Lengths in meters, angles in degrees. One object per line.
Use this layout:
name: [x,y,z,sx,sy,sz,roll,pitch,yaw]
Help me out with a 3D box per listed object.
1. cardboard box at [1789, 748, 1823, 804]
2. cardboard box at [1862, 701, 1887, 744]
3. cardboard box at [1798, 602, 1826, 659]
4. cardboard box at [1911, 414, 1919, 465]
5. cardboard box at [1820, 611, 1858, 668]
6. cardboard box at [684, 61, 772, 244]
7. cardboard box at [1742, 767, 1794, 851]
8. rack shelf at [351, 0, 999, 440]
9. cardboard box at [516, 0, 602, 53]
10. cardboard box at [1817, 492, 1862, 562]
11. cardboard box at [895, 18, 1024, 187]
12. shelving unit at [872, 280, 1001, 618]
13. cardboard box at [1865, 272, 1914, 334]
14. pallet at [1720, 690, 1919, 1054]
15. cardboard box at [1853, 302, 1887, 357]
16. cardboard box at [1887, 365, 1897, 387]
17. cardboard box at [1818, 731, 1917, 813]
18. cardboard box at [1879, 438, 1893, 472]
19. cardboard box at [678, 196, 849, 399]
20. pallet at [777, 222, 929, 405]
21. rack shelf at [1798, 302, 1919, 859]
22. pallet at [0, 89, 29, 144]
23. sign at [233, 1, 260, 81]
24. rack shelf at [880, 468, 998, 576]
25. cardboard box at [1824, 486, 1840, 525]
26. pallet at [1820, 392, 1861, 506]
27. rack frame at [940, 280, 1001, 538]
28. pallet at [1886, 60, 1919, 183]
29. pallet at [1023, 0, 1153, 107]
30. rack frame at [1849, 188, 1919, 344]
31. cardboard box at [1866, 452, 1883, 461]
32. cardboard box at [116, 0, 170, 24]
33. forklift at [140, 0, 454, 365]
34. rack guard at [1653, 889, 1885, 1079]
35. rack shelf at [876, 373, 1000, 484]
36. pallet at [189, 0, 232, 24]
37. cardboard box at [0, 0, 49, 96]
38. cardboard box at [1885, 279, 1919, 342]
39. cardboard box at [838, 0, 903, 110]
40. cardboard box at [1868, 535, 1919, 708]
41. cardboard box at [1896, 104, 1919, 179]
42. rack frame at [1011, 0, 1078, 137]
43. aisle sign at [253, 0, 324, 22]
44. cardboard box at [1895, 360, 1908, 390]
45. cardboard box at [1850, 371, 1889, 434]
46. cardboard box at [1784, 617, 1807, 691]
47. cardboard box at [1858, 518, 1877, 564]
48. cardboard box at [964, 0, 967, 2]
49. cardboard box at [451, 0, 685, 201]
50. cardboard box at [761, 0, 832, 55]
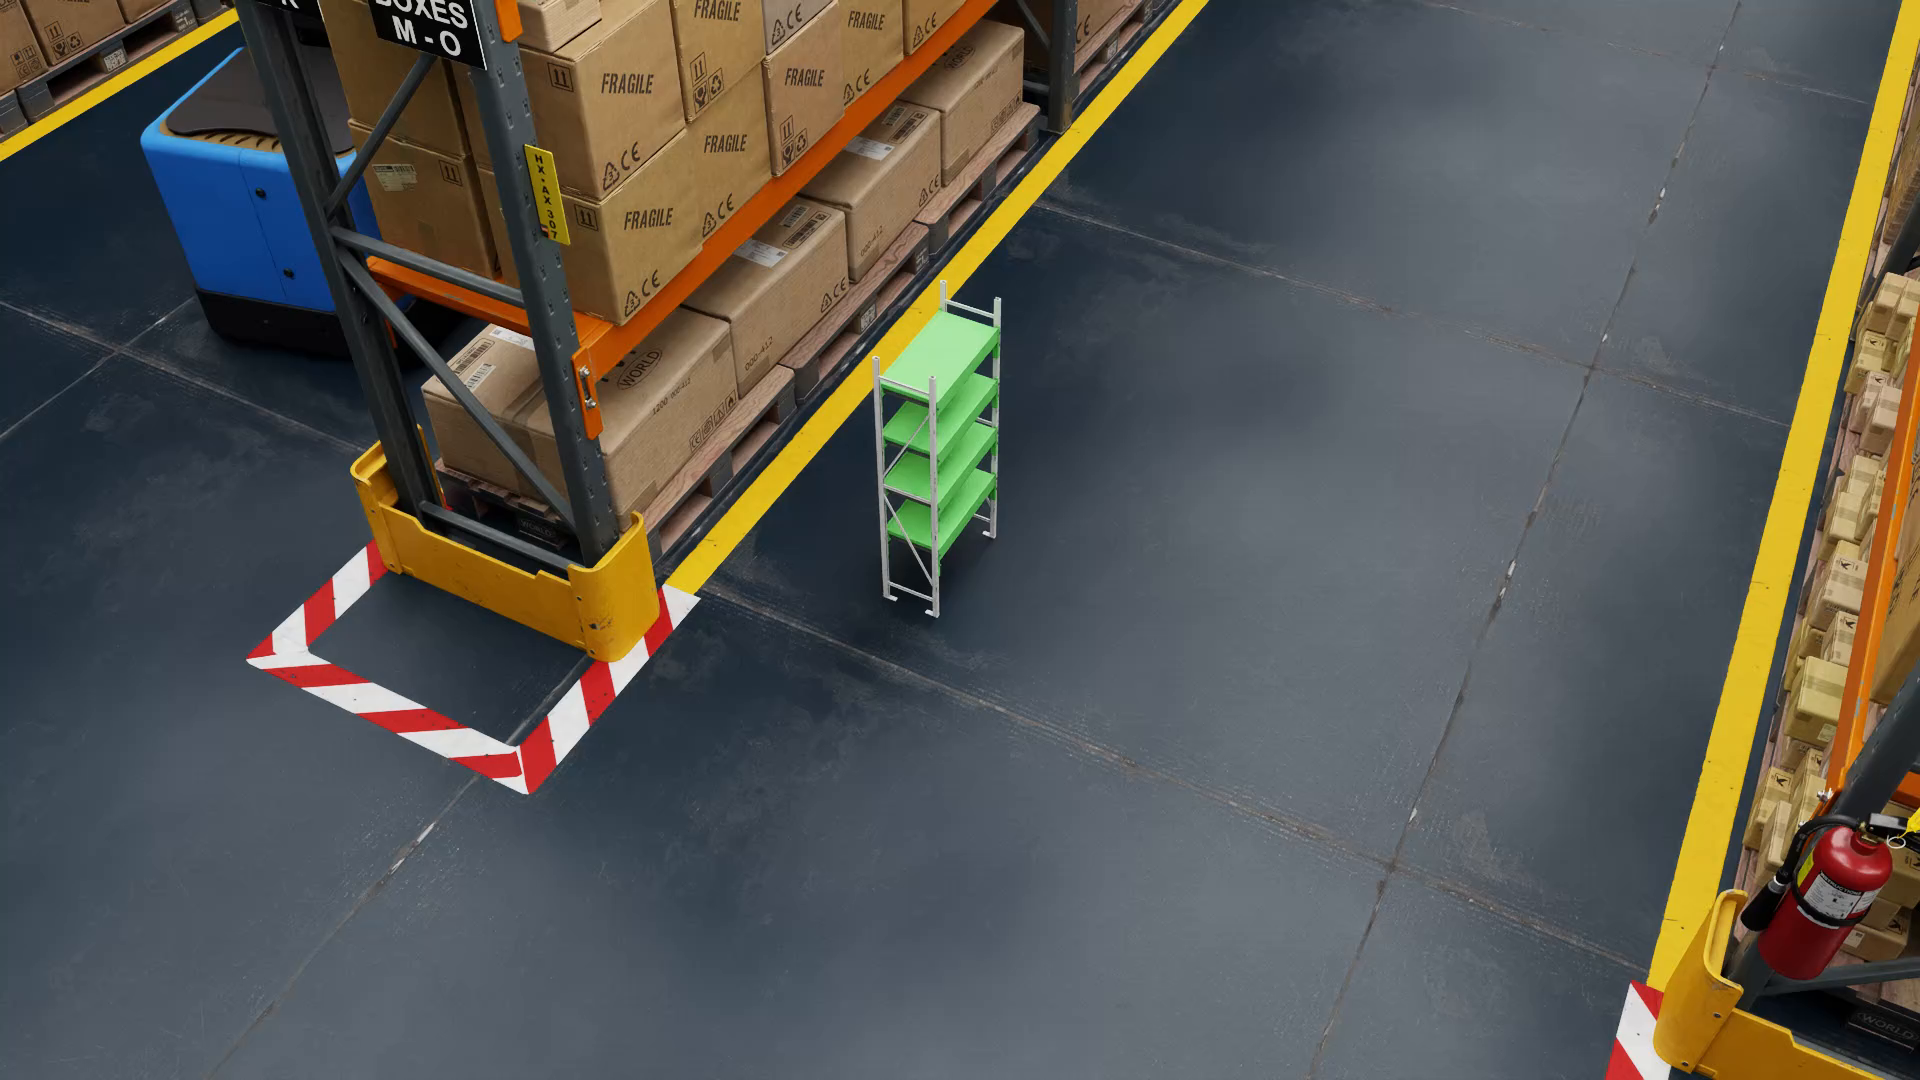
cardboard box: [2.864,0.858,5.293,0.380,0.149,0.250,19,48,18]
cardboard box: [2.604,0.471,4.352,0.380,0.149,0.250,21,49,19]
cardboard box: [3.164,0.346,5.799,0.380,0.149,0.250,21,49,20]
cardboard box: [3.154,-0.472,4.828,0.500,0.500,0.500,21,49,19]
cardboard box: [3.076,0.423,5.514,0.380,0.149,0.250,19,48,18]
cardboard box: [-1.041,-1.460,6.014,0.500,0.500,0.500,20,49,19]
cardboard box: [2.792,0.940,5.421,0.380,0.149,0.250,22,49,20]
rack shelf: [-0.800,-1.896,7.021,1.077,0.370,4.000,20,49,19]
cardboard box: [-1.319,-1.636,5.029,0.380,0.149,0.250,21,49,20]
cardboard box: [3.402,0.008,6.133,0.380,0.149,0.250,21,49,19]
cardboard box: [-0.258,-2.296,8.416,0.875,0.438,0.875,20,49,19]
shelving unit: [-0.077,-0.317,6.220,0.258,1.200,0.503,20,49,19]
cardboard box: [4.108,-0.966,7.096,0.380,0.149,0.250,23,50,21]
pallet: [3.147,1.114,5.501,1.003,0.211,1.213,20,49,19]
cardboard box: [4.106,-0.861,7.201,0.380,0.149,0.250,18,48,17]
cardboard box: [3.989,-0.611,6.745,0.380,0.149,0.250,20,49,19]
cardboard box: [2.892,0.770,5.171,0.380,0.149,0.250,21,49,20]
cardboard box: [3.617,-0.211,6.140,0.380,0.149,0.250,19,48,17]
cardboard box: [-1.093,-1.164,7.298,0.875,0.438,0.875,22,49,20]
pallet: [-0.859,-1.204,7.792,1.003,0.211,1.213,20,49,19]
rack shelf: [3.631,-0.326,5.469,1.077,0.370,4.000,20,49,19]
pallet: [-5.722,-2.096,8.673,1.003,0.211,1.213,20,49,19]
sign: [-2.203,-1.567,5.210,0.100,0.325,0.005,20,49,19]
rack shelf: [-0.077,-0.104,6.436,0.258,0.148,0.480,20,49,19]
cardboard box: [3.540,-0.030,6.380,0.380,0.149,0.250,19,48,18]
pallet: [4.279,-0.423,7.020,1.003,0.211,1.213,20,49,19]
rack frame: [0.036,-0.471,6.372,0.240,1.200,0.015,20,49,19]
pallet: [5.485,-2.121,8.697,1.003,0.211,1.213,20,49,19]
pallet: [0.420,-2.940,9.507,1.003,0.211,1.213,20,49,19]
rack frame: [4.560,-1.838,6.458,1.000,3.000,0.127,20,49,19]
cardboard box: [3.712,-0.277,6.415,0.380,0.149,0.250,23,50,21]
cardboard box: [-4.846,-3.328,9.393,0.700,0.500,0.500,19,48,18]
forklift: [-2.570,-2.880,7.535,1.130,2.935,3.031,11,46,10]
rack guard: [2.738,1.512,4.904,1.175,0.500,0.348,20,49,19]
rack shelf: [-0.077,-0.441,6.095,0.258,0.148,0.480,20,49,19]
pallet: [-4.590,-3.633,10.192,1.003,0.211,1.213,20,49,19]
cardboard box: [-5.328,-2.674,8.746,0.700,0.500,0.500,22,49,21]
cardboard box: [4.036,-0.891,6.812,0.380,0.149,0.250,23,50,21]
cardboard box: [-0.571,-2.095,6.642,0.500,0.500,0.500,22,49,20]
cardboard box: [2.683,0.174,4.190,0.500,0.500,0.500,21,49,20]
cardboard box: [4.919,-1.980,8.060,0.500,0.500,0.500,19,48,18]
rack frame: [0.128,-3.409,8.010,1.000,3.000,0.127,20,49,19]
aisle sign: [-2.037,-1.860,4.652,0.394,0.787,0.004,20,49,19]
cardboard box: [3.861,-0.543,6.469,0.380,0.149,0.250,19,48,18]
cardboard box: [3.913,-0.519,6.863,0.380,0.149,0.250,20,49,19]
cardboard box: [3.157,0.461,5.895,0.380,0.149,0.250,18,48,17]
cardboard box: [3.372,0.106,5.827,0.380,0.149,0.250,19,48,18]
cardboard box: [-0.095,-2.742,7.280,0.500,0.500,0.500,19,48,18]
cardboard box: [-1.253,-1.484,5.335,0.500,0.500,0.500,19,48,18]
cardboard box: [-0.788,-2.139,5.982,0.500,0.500,0.500,20,49,19]
